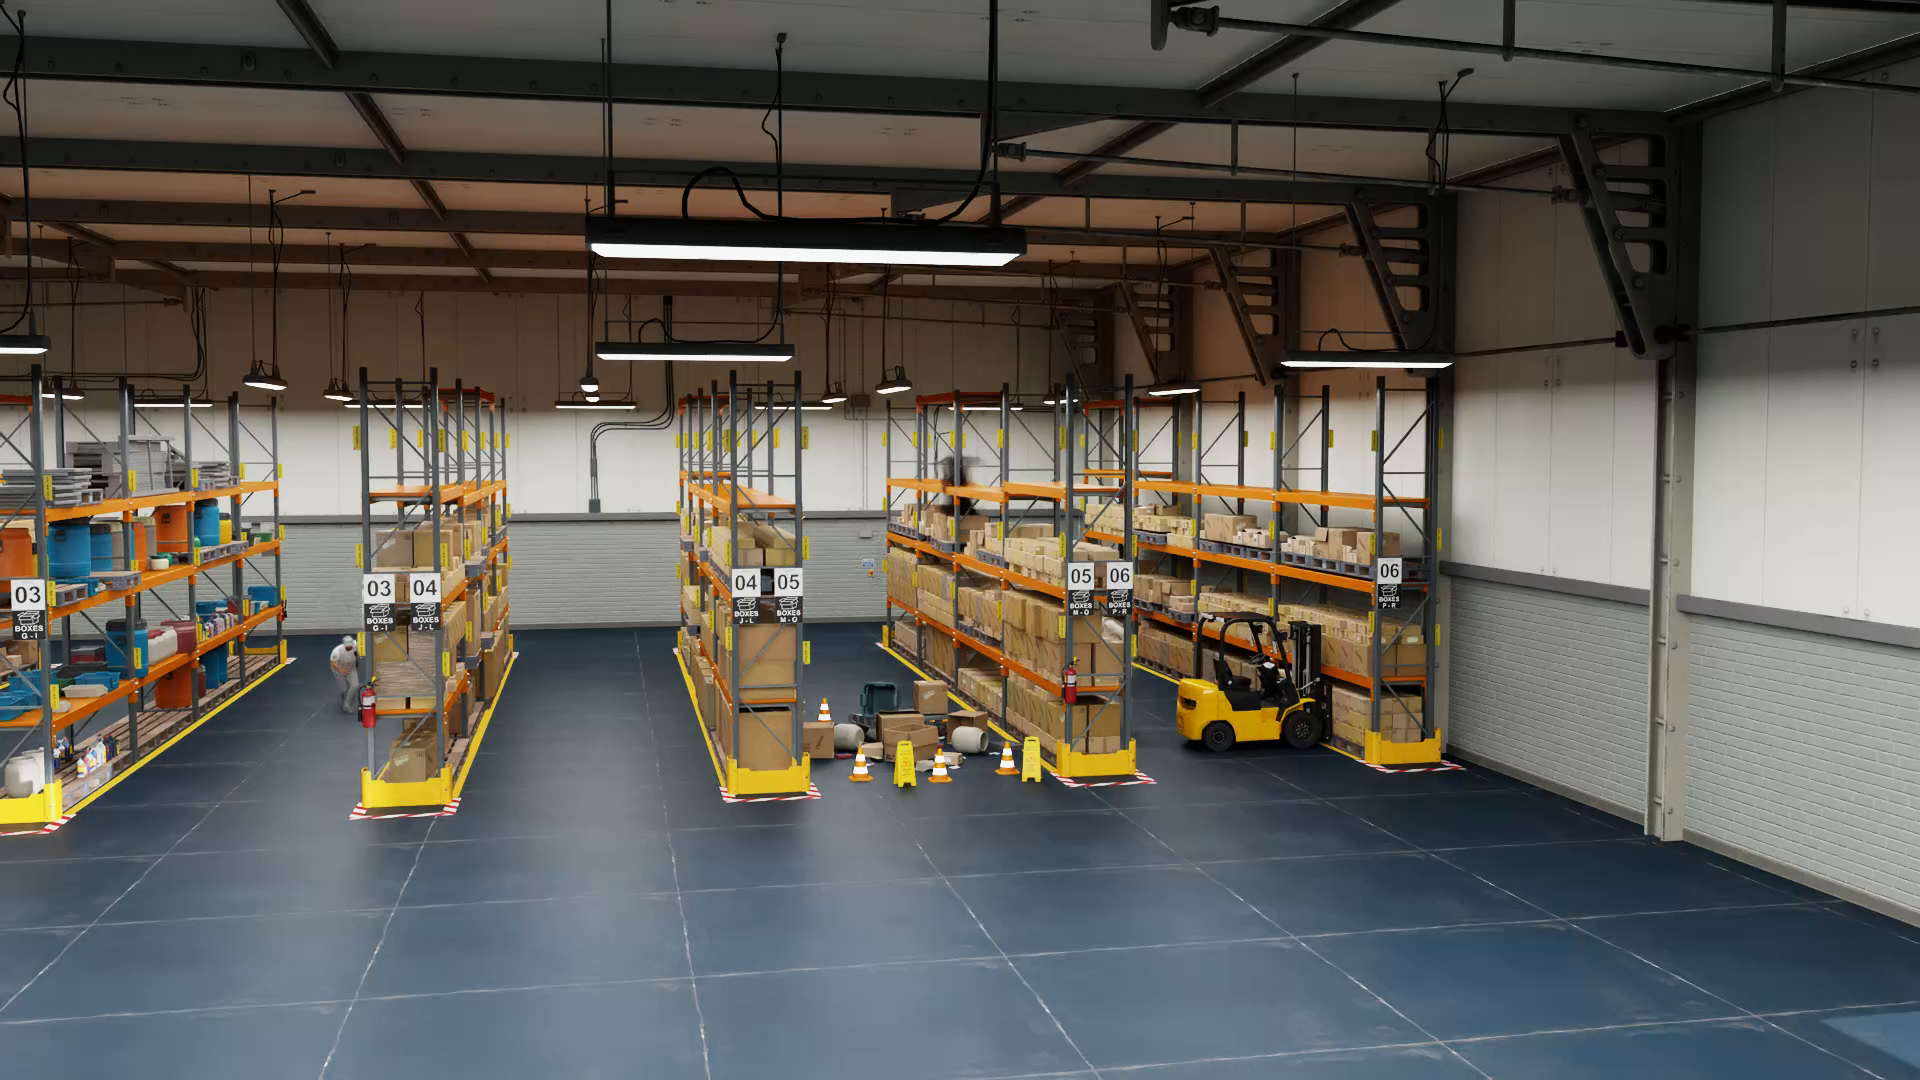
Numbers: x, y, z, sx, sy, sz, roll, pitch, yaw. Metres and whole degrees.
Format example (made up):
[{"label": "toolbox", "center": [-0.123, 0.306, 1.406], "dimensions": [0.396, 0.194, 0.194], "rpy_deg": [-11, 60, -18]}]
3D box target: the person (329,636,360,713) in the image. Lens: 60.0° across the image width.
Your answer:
[{"label": "person", "center": [-11.416, 2.466, 30.807], "dimensions": [0.590, 1.467, 1.163], "rpy_deg": [-2, 4, -34]}]
